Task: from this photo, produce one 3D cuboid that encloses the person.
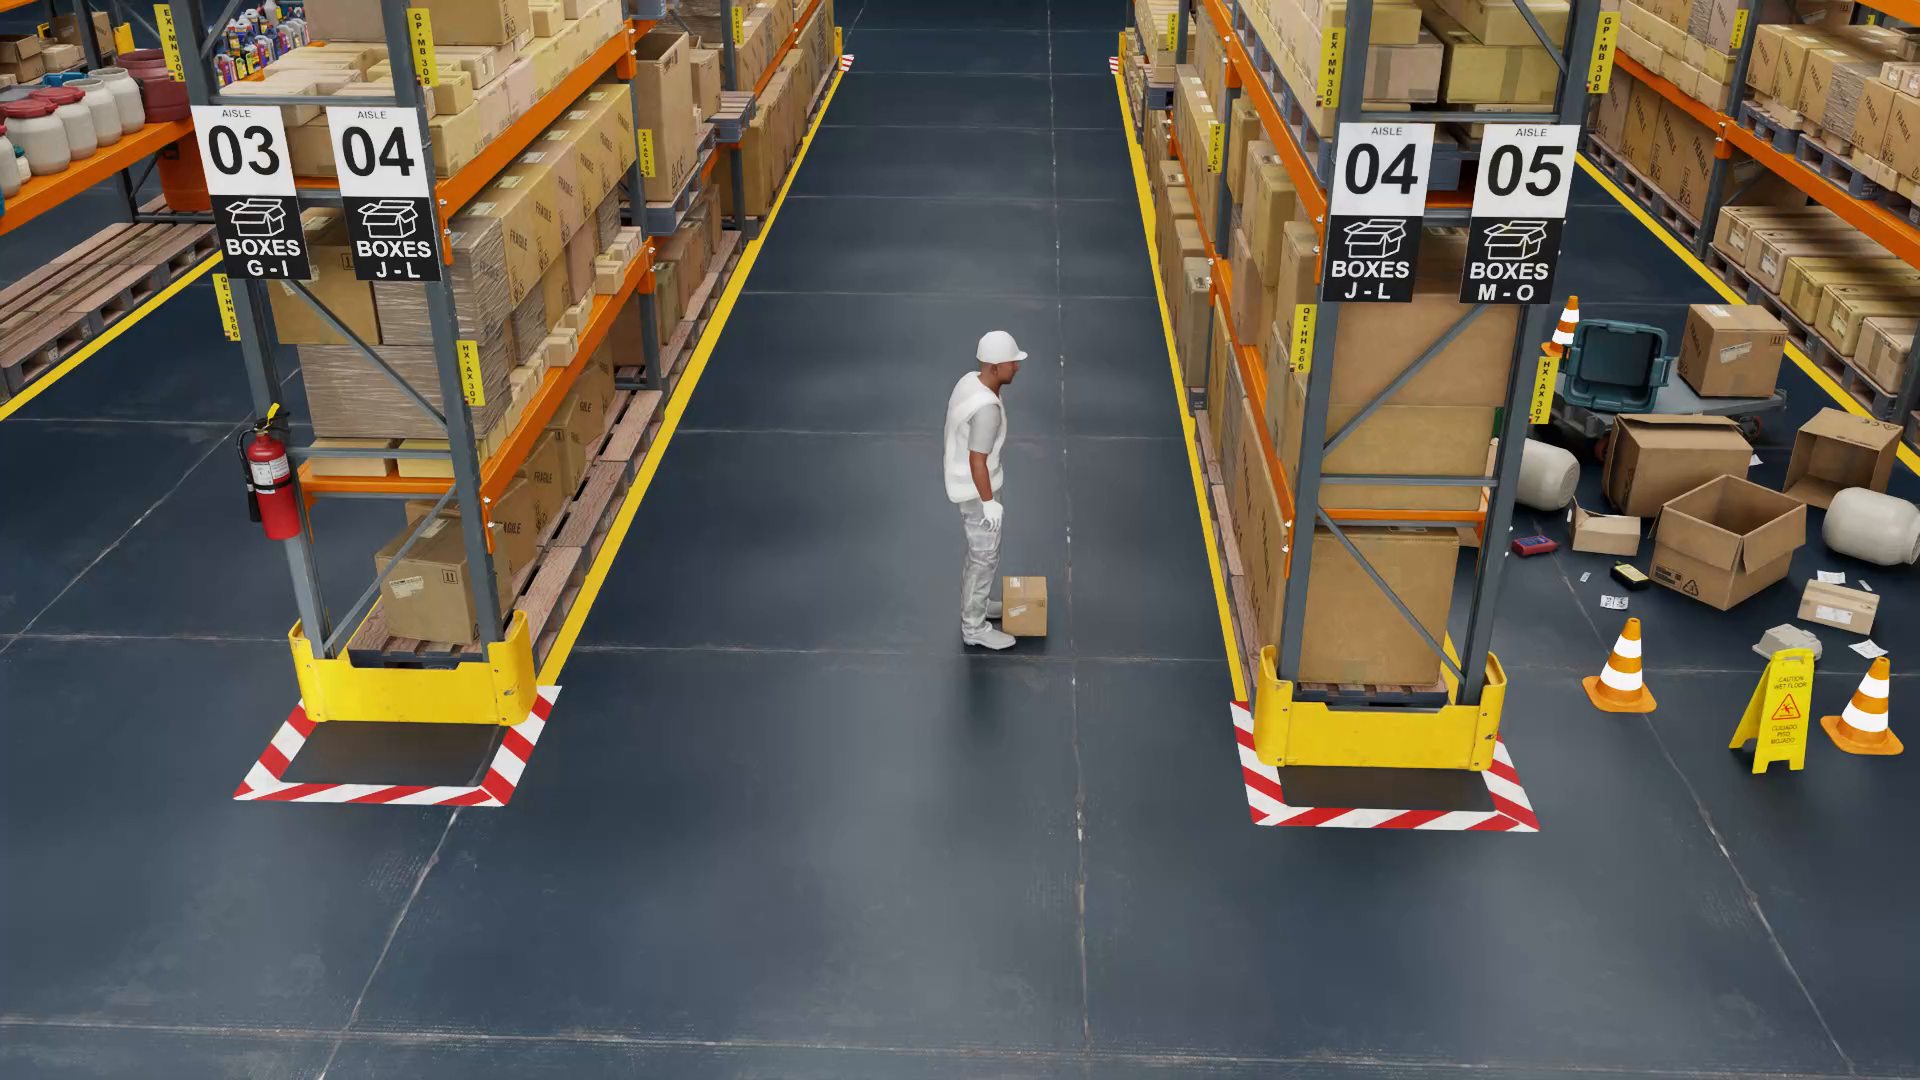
[{"bbox_3d":[0.136,-0.299,9.178,0.450,1.774,0.627,-1,28,-1],"label":"person"}]
